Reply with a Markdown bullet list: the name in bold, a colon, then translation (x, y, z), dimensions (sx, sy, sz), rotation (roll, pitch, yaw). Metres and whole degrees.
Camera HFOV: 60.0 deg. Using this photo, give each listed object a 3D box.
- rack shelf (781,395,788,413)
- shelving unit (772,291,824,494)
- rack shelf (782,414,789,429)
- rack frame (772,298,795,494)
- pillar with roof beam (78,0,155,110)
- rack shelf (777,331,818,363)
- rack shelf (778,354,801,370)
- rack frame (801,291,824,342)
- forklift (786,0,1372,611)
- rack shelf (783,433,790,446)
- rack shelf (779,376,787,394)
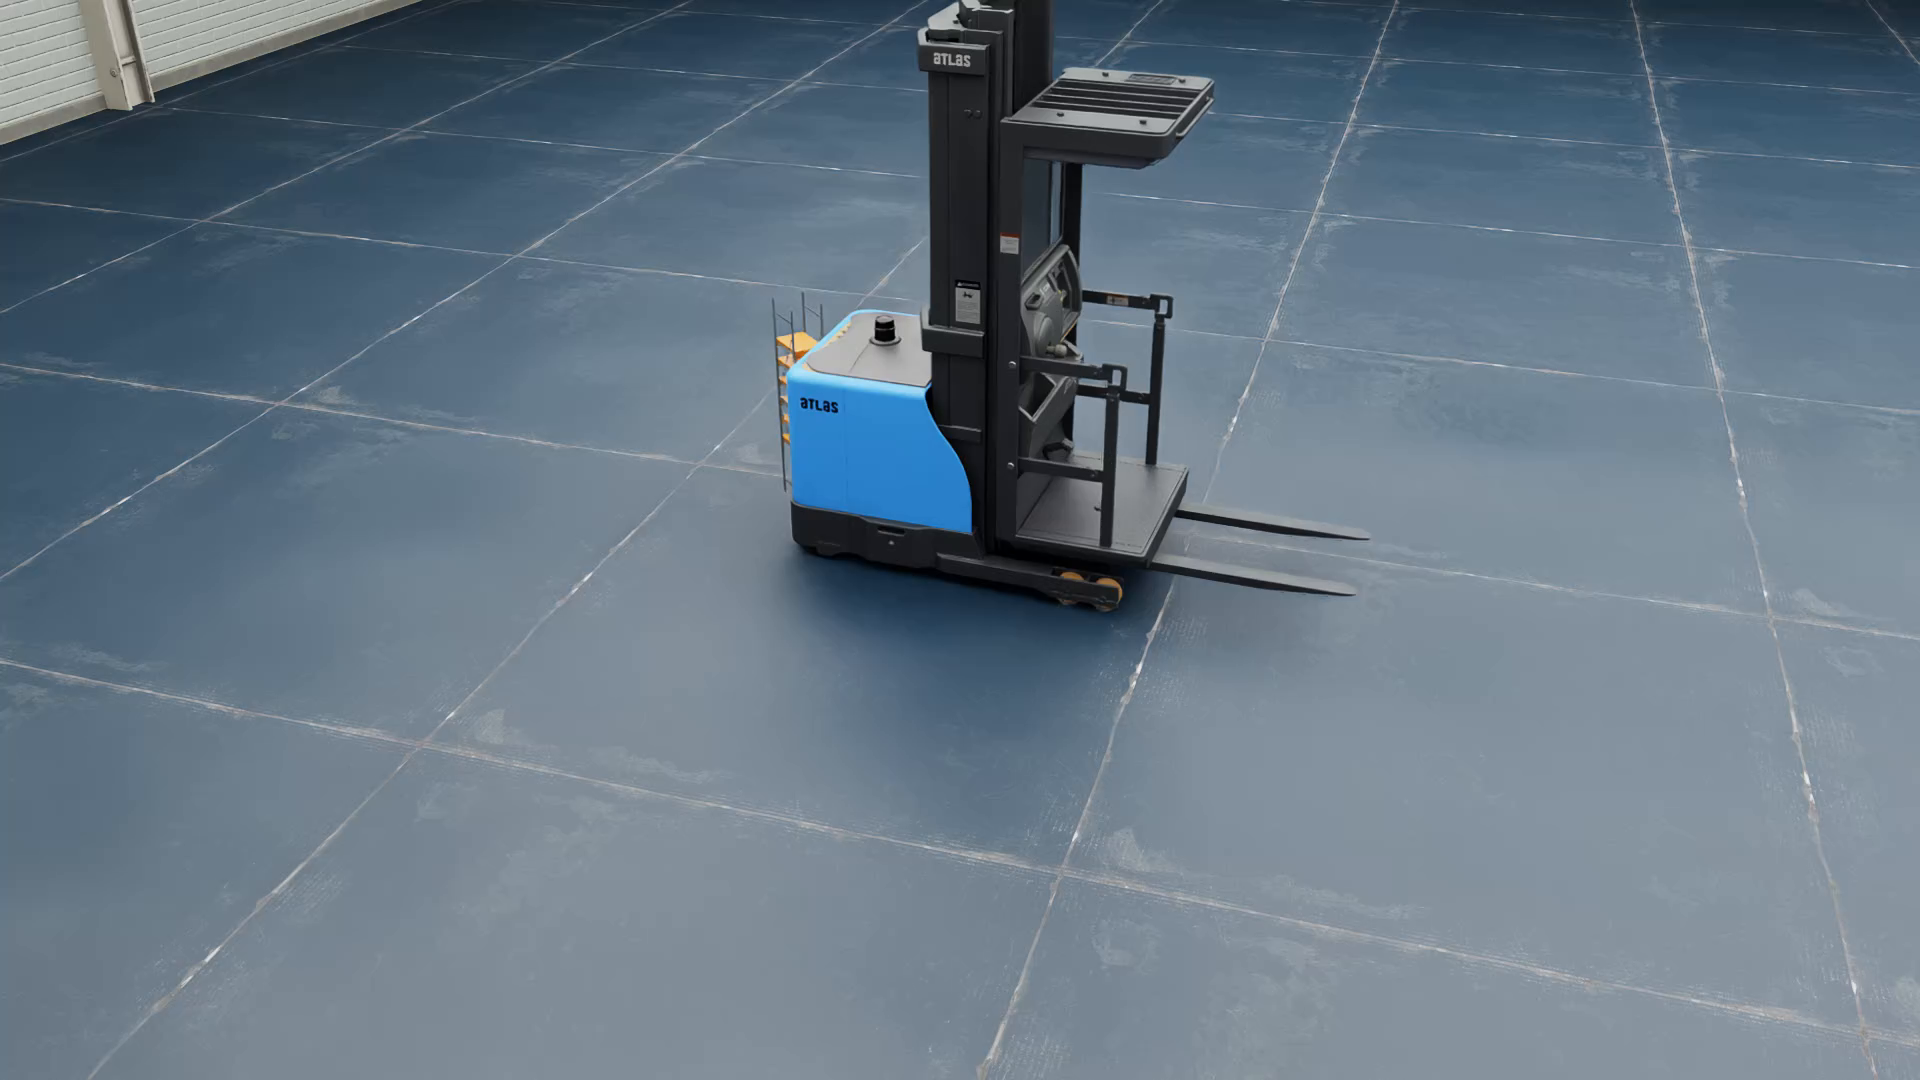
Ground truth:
- **rack shelf**: translation (-0.893, -0.751, 9.457), dimensions (0.180, 0.103, 0.258), rotation (-17, 33, -28)
- **shelving unit**: translation (-0.893, -0.790, 9.435), dimensions (0.189, 1.200, 0.258), rotation (-17, 33, -28)
- **rack shelf**: translation (-0.893, -0.647, 9.516), dimensions (0.180, 0.103, 0.258), rotation (-17, 33, -28)
- **rack frame**: translation (-0.971, -0.766, 9.393), dimensions (0.006, 1.200, 0.240), rotation (-17, 33, -28)
- **pillar with roof beam**: translation (-4.603, -7.893, 14.181), dimensions (9.100, 9.000, 0.400), rotation (8, 30, 15)
- **rack shelf**: translation (-0.895, -1.066, 9.281), dimensions (0.180, 0.103, 0.258), rotation (-17, 33, -28)
- **rack shelf**: translation (-0.894, -0.961, 9.340), dimensions (0.180, 0.103, 0.258), rotation (-17, 33, -28)
- **rack frame**: translation (-0.816, -0.814, 9.478), dimensions (0.006, 1.200, 0.240), rotation (-17, 33, -28)
- **forklift**: translation (0.652, -1.206, 8.403), dimensions (3.031, 2.935, 1.130), rotation (10, 30, 17)
- **rack shelf**: translation (-0.892, -0.542, 9.574), dimensions (0.180, 0.103, 0.258), rotation (-17, 33, -28)
- **rack shelf**: translation (-0.894, -0.856, 9.398), dimensions (0.180, 0.103, 0.258), rotation (-17, 33, -28)
